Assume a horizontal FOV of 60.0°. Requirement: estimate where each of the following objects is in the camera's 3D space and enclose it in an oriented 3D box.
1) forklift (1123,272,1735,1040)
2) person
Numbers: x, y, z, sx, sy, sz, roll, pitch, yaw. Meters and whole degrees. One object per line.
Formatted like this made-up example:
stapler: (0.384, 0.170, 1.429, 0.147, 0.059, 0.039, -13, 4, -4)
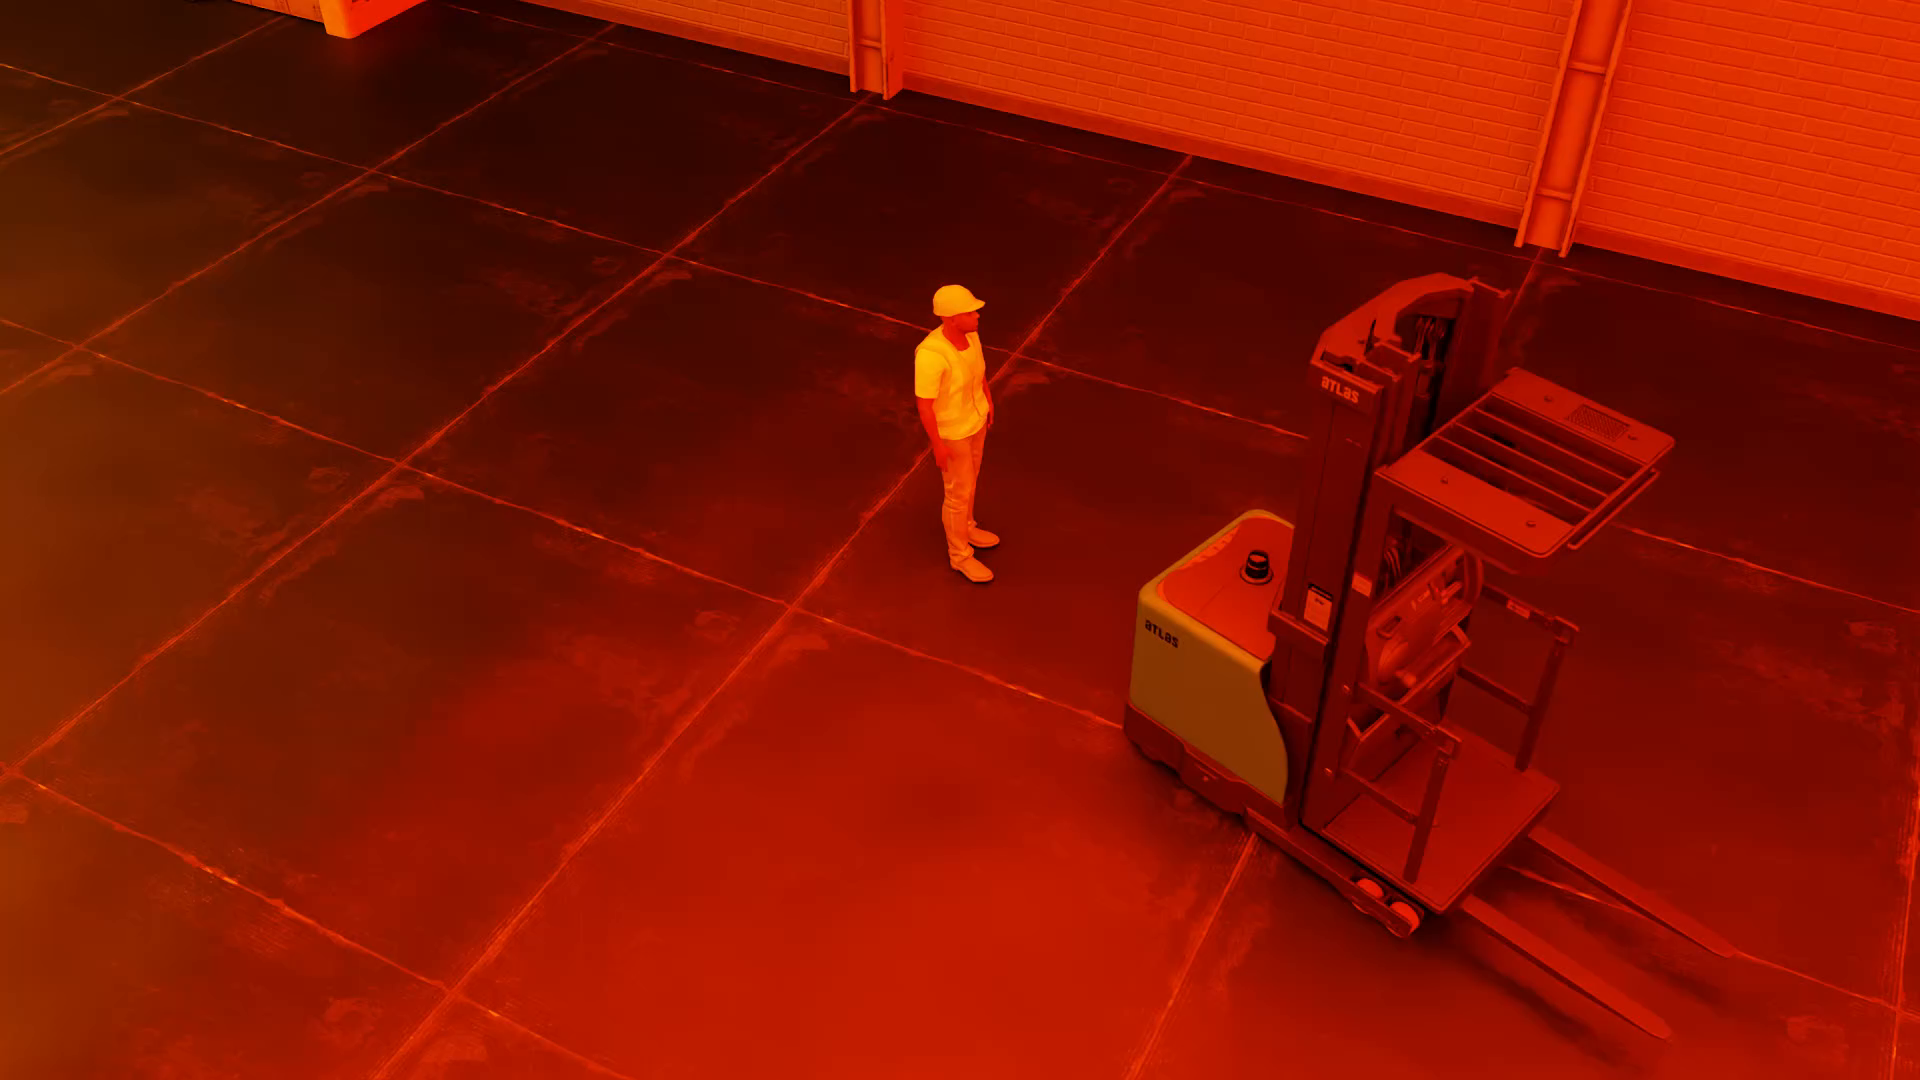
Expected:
forklift: (2.273, 0.404, 7.507, 1.130, 2.935, 3.031, -33, 50, -33)
person: (0.060, -0.657, 9.660, 0.575, 1.768, 0.665, 18, 43, 21)
